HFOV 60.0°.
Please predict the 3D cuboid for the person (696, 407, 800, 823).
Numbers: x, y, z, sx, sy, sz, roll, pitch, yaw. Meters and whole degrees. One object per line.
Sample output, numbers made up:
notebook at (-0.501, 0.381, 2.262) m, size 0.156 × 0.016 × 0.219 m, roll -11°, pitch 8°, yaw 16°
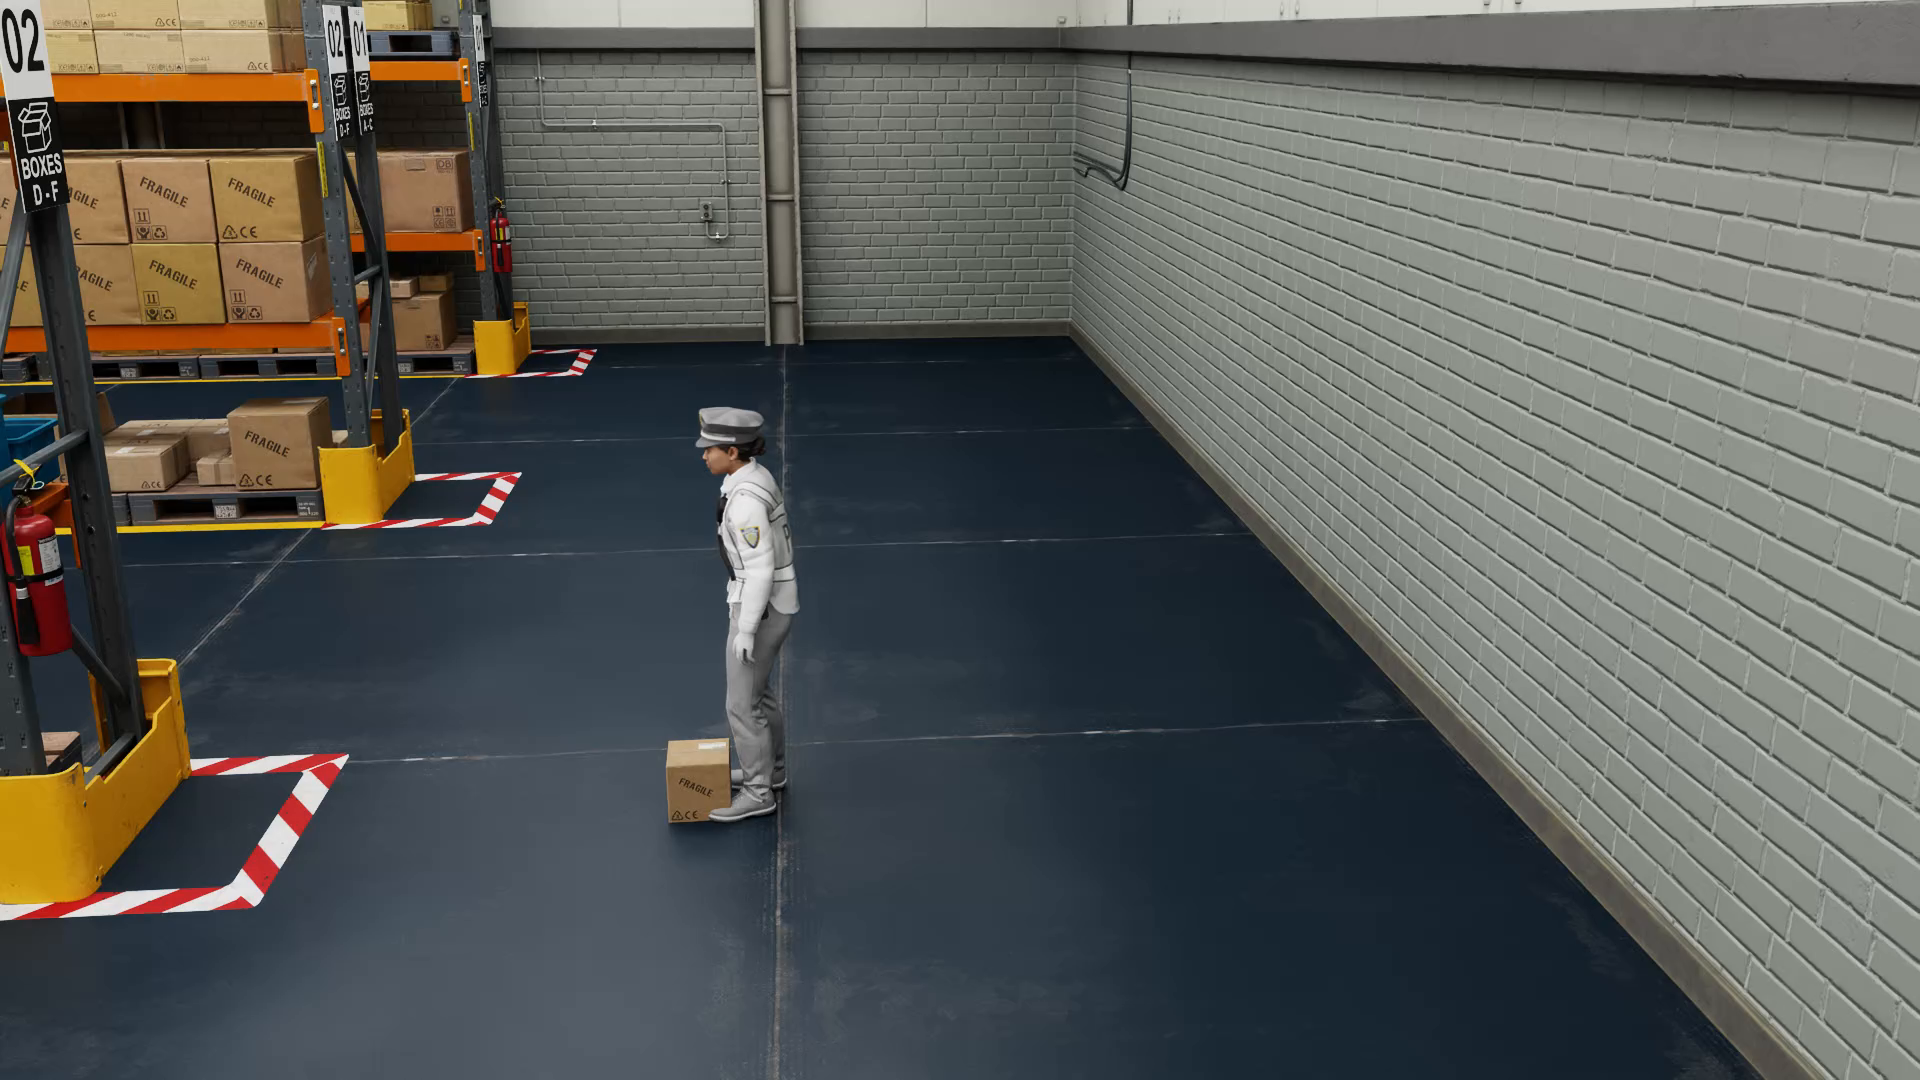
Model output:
person at (-0.837, 0.292, 6.572) m, size 0.405 × 1.663 × 0.539 m, roll -2°, pitch 17°, yaw -7°
